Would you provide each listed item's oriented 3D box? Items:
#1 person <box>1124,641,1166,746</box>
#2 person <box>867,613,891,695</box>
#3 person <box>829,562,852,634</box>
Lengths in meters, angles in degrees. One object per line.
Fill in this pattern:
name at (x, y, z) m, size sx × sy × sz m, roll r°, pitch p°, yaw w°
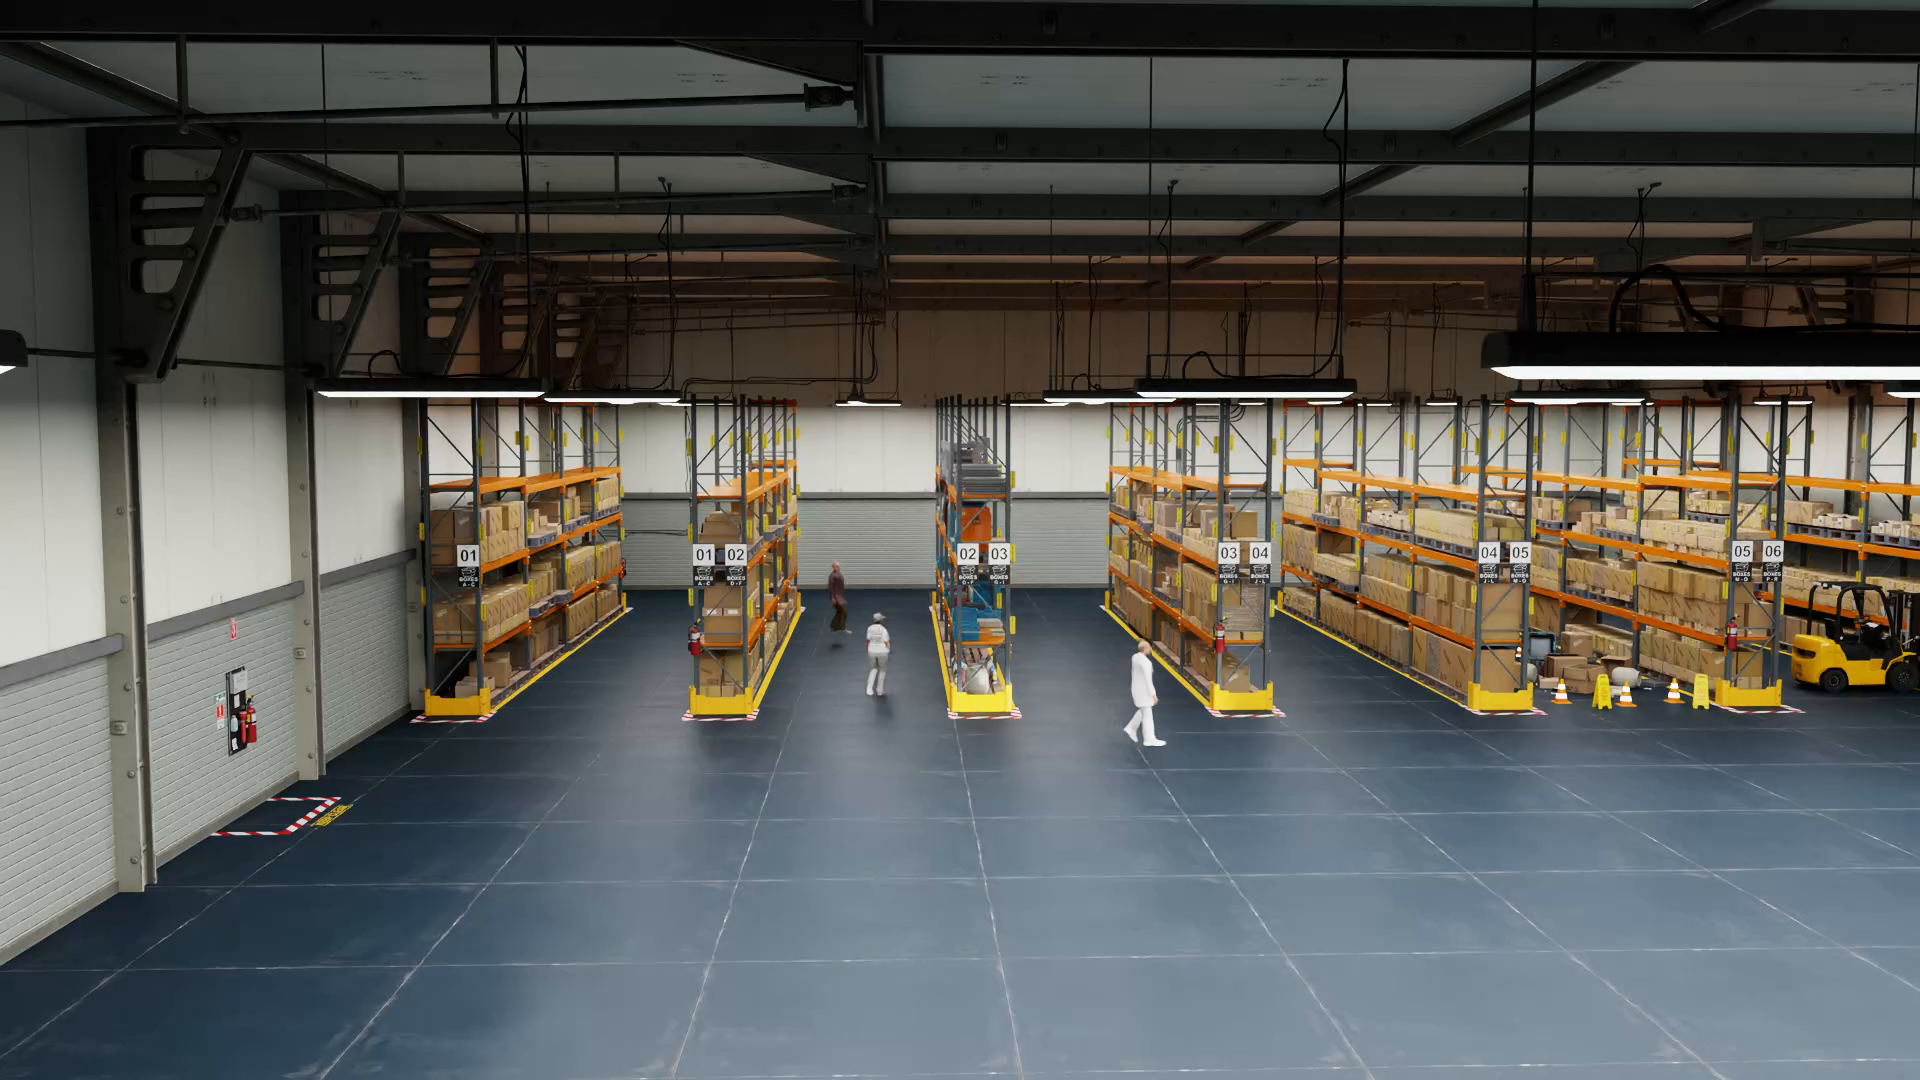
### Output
person at (3.122, 2.656, 28.351) m, size 0.648 × 1.664 × 0.693 m, roll -1°, pitch 5°, yaw -15°
person at (-1.630, 2.275, 33.143) m, size 0.491 × 1.655 × 0.461 m, roll 2°, pitch 5°, yaw 24°
person at (-2.895, 1.393, 40.462) m, size 0.620 × 1.735 × 0.624 m, roll 1°, pitch 5°, yaw 8°
